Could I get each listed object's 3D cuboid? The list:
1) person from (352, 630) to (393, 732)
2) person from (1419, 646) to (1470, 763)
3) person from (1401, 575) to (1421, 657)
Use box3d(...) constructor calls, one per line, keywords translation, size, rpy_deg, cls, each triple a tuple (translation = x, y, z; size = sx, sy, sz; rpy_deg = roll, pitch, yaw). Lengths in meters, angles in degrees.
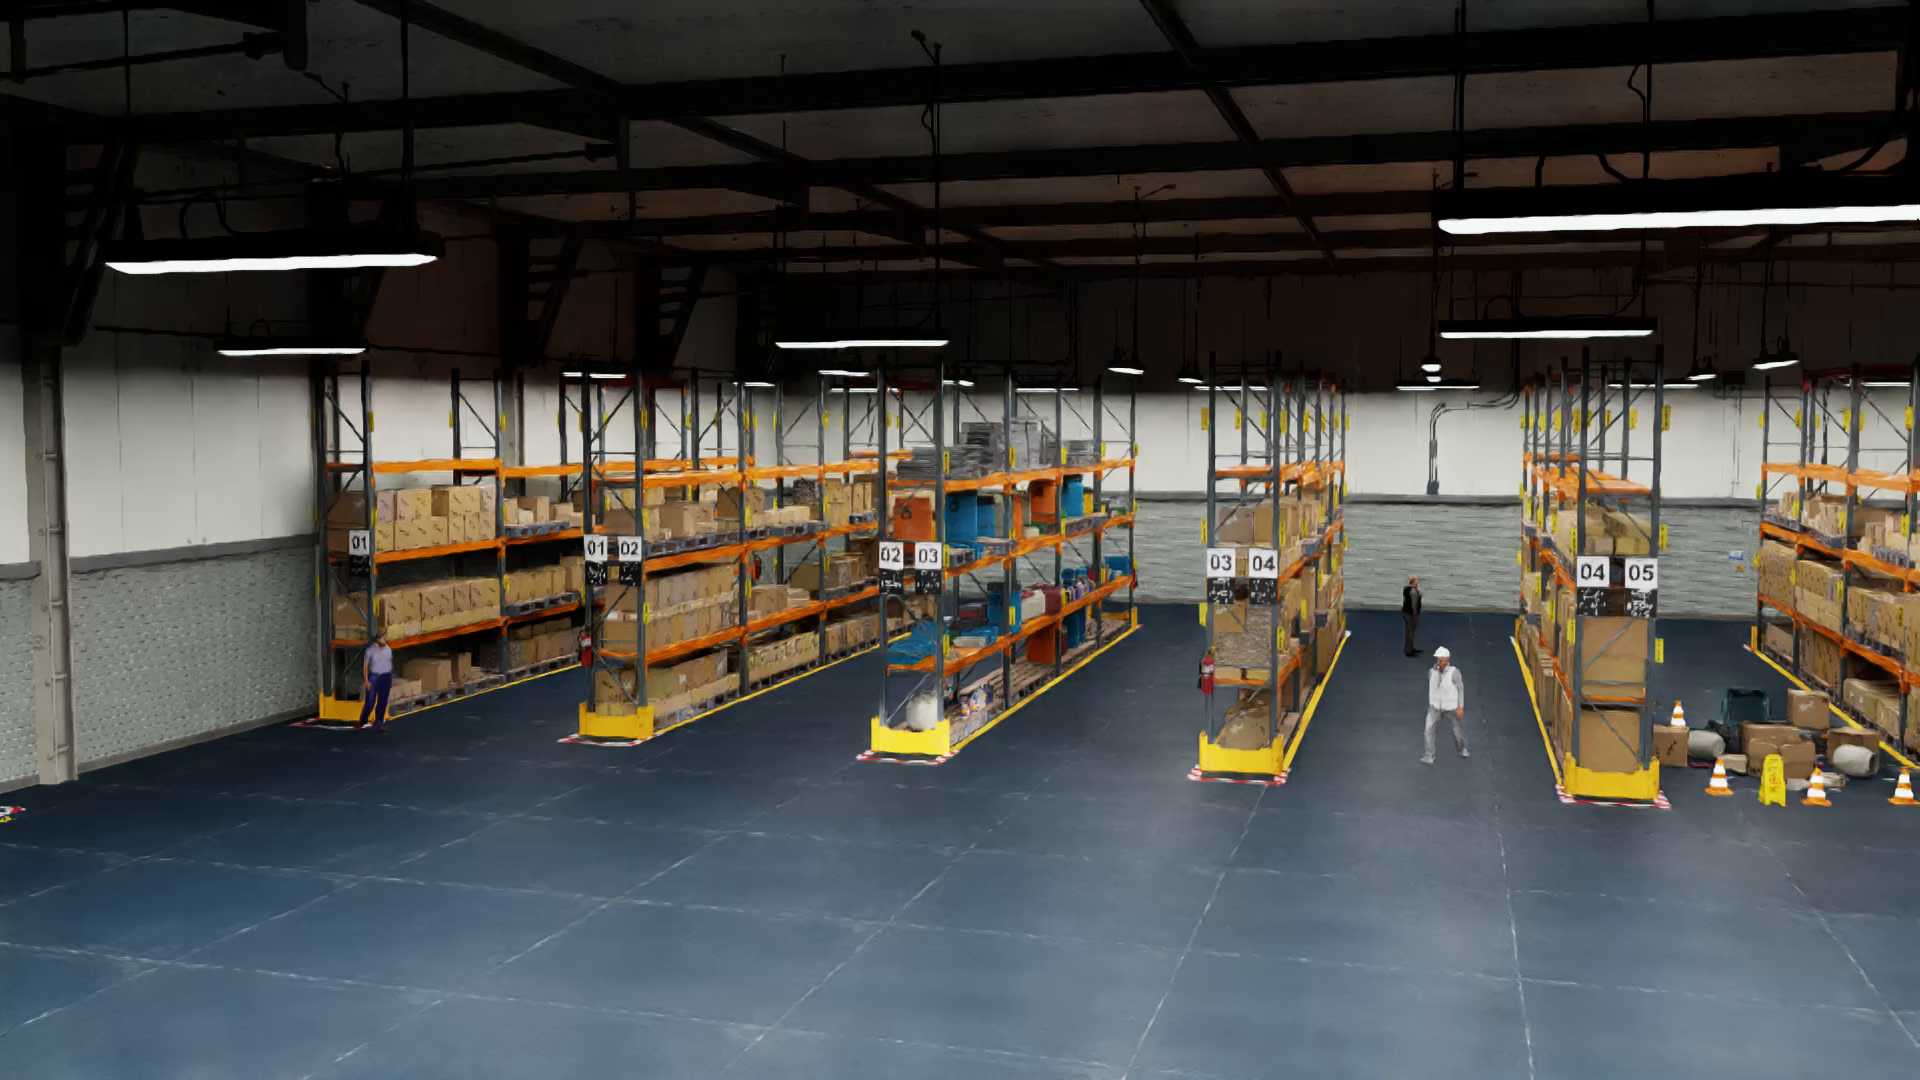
box3d(translation=(-9.414, 2.266, 26.710), size=(0.461, 1.641, 0.657), rpy_deg=(4, 6, 42), cls="person")
box3d(translation=(7.129, 2.407, 24.389), size=(0.572, 1.721, 0.950), rpy_deg=(3, 5, 37), cls="person")
box3d(translation=(9.656, 1.596, 35.392), size=(0.463, 1.731, 0.598), rpy_deg=(0, 4, -2), cls="person")
